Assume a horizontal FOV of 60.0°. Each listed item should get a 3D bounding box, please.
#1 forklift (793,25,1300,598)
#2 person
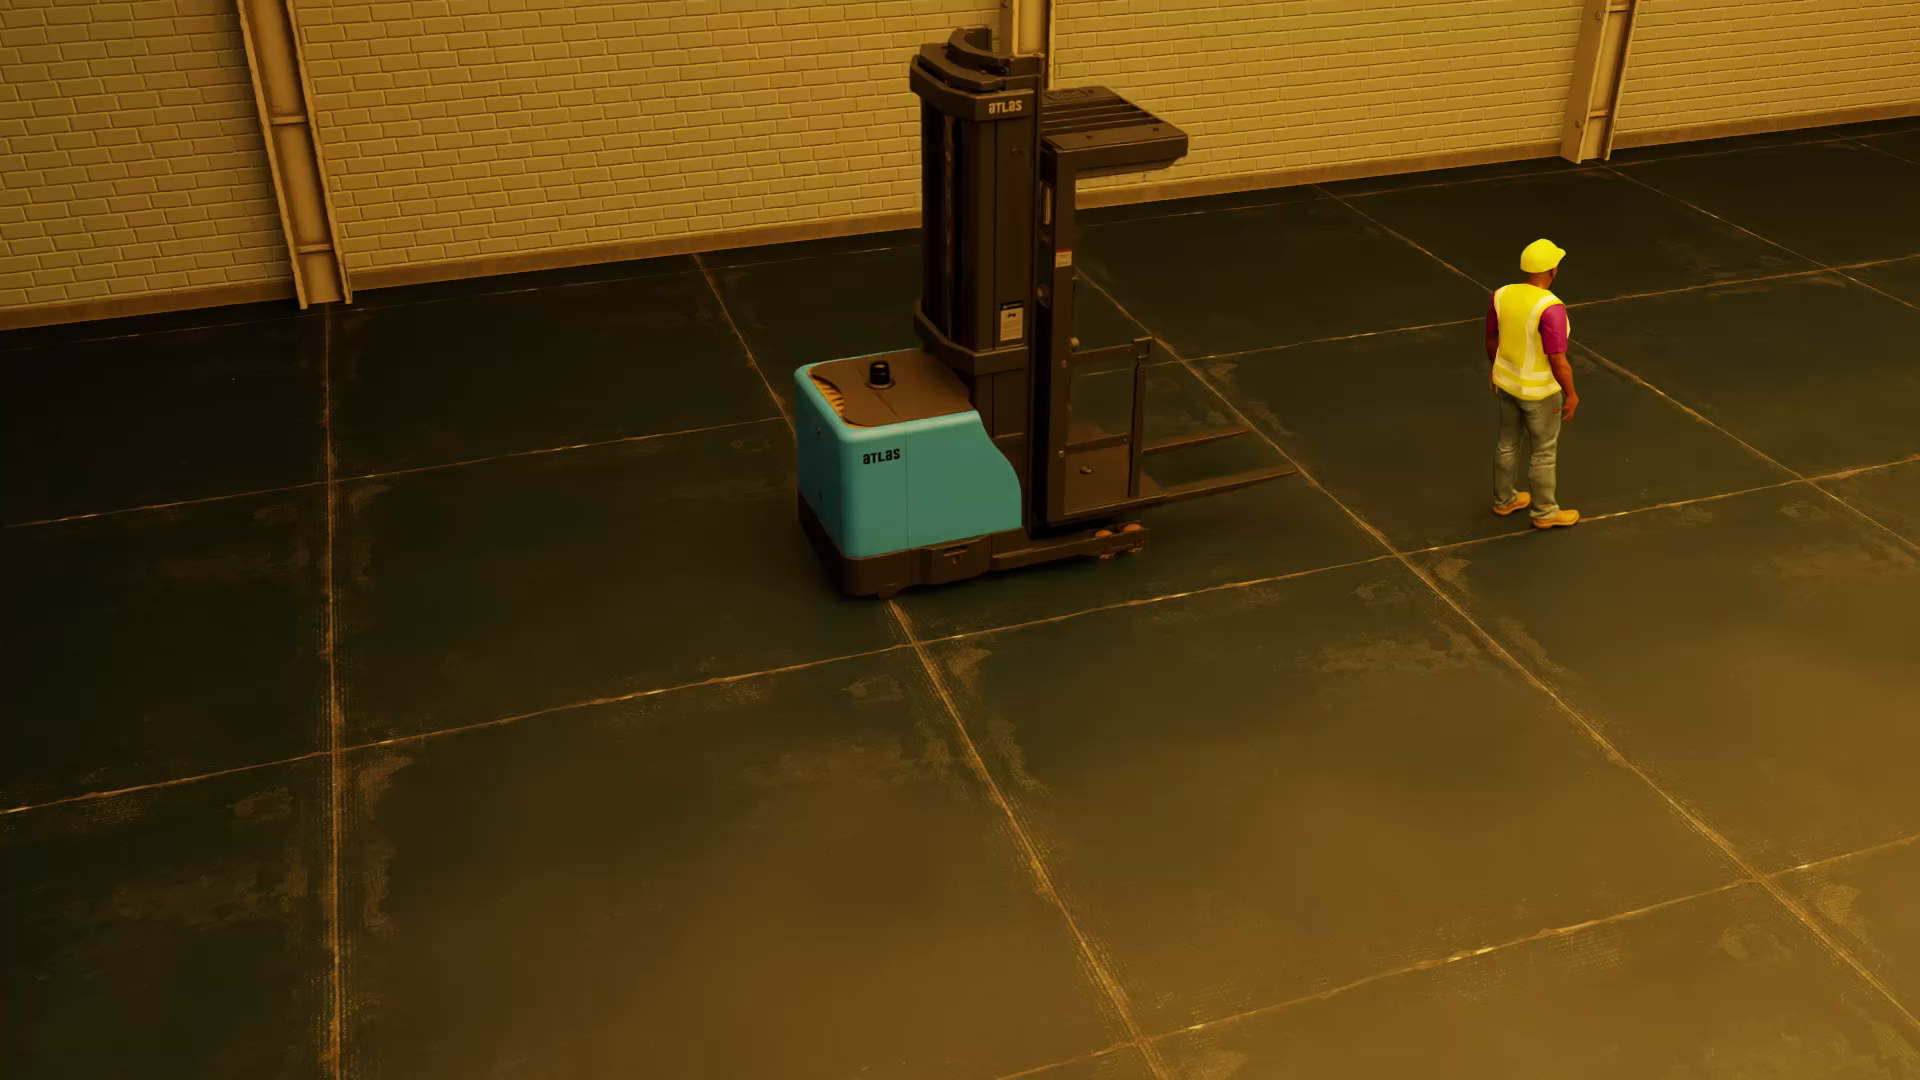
[{"bbox_3d":[0.589,-1.395,9.511,3.031,2.935,1.130,-11,32,-18],"label":"forklift"},{"bbox_3d":[3.433,-0.942,9.882,0.565,1.768,0.665,-14,33,-23],"label":"person"}]
